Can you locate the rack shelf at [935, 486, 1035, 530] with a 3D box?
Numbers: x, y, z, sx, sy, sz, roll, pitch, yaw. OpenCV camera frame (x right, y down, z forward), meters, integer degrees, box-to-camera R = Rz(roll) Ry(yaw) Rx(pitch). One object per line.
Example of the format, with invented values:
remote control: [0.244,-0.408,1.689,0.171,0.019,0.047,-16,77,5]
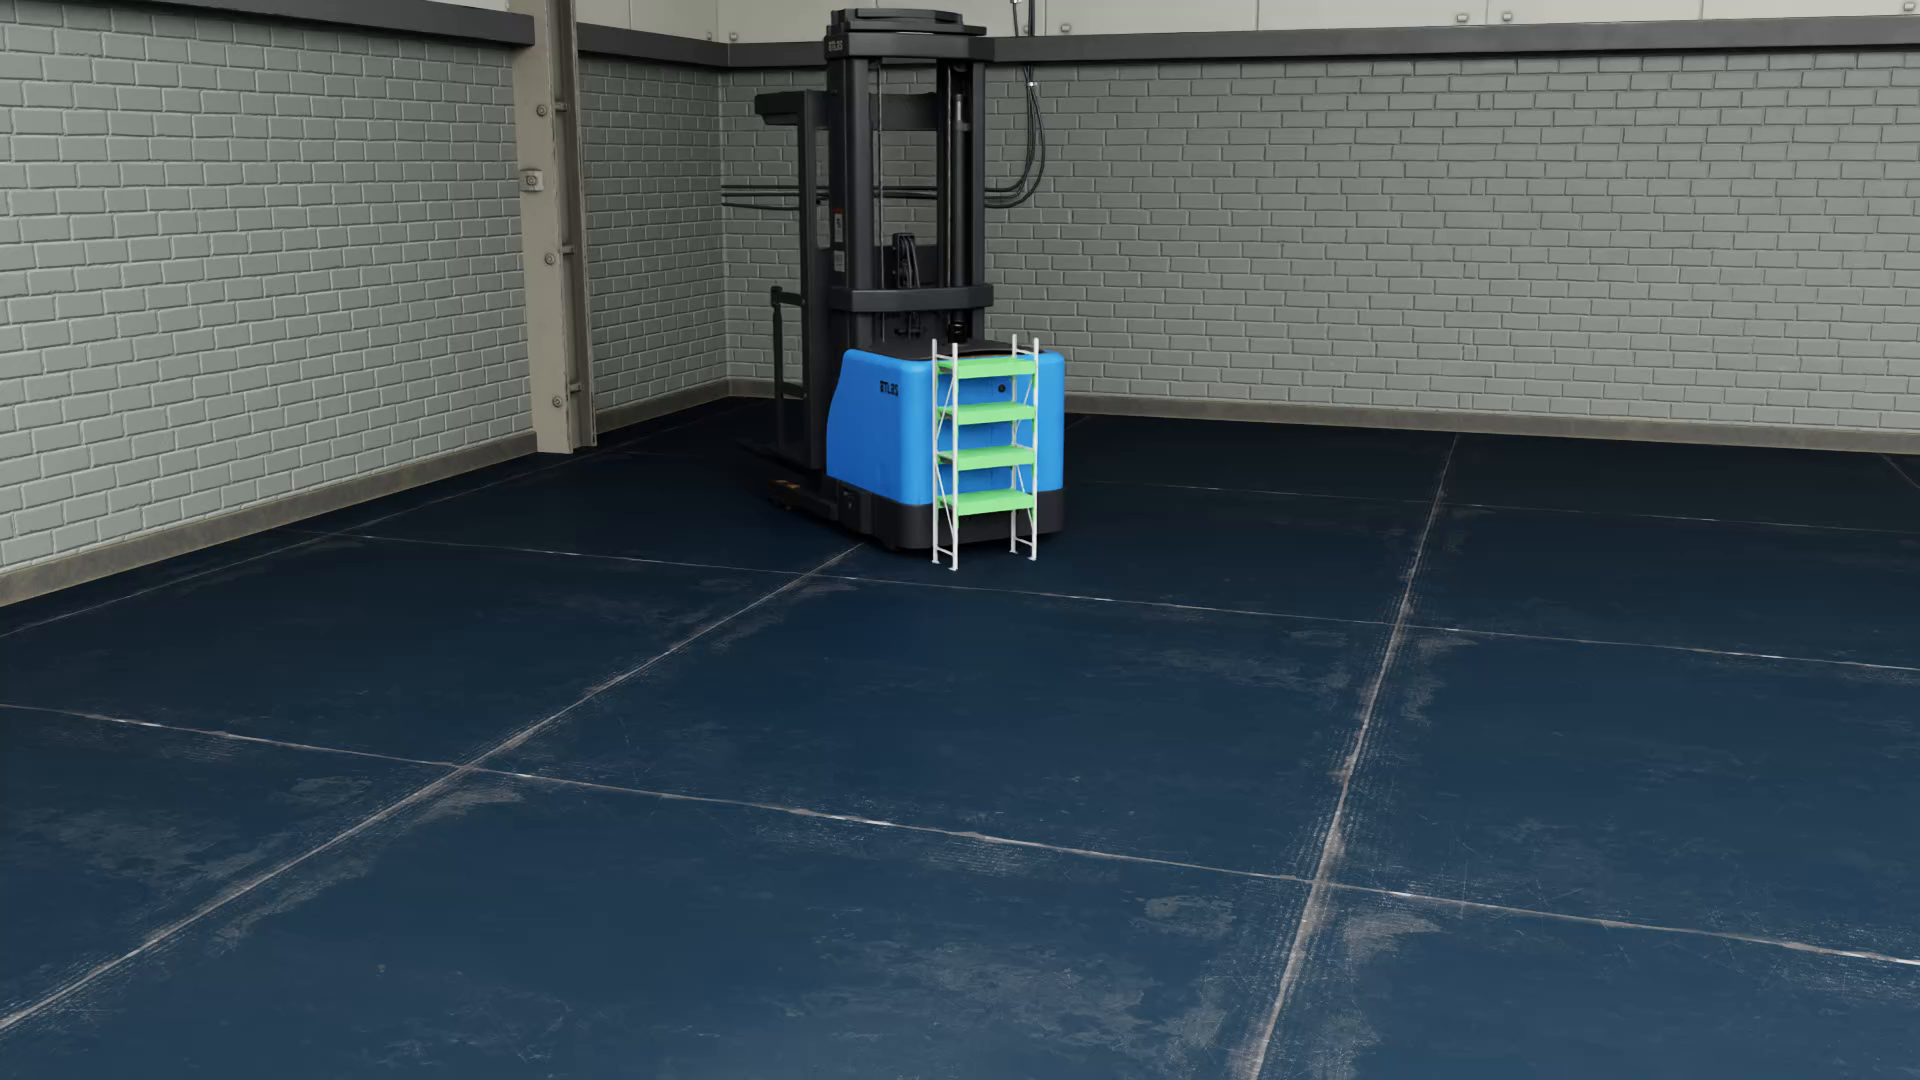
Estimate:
rack shelf: [0.133,-0.174,8.919,0.480,0.148,0.258,-7,15,-28]

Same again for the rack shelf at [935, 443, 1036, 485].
rack shelf: [0.133,-0.408,8.865,0.480,0.148,0.258,-7,15,-28]

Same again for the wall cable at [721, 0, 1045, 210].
wall cable: [-0.762,-4.089,14.160,3.097,2.526,0.112,4,14,18]

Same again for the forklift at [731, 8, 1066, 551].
forklift: [-0.559,-1.652,10.139,1.130,2.935,3.031,-7,15,-28]

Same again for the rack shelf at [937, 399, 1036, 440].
rack shelf: [0.133,-0.642,8.812,0.480,0.148,0.258,-7,15,-28]

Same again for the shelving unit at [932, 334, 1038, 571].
shelving unit: [0.133,-0.470,8.851,0.503,1.200,0.258,-7,15,-28]

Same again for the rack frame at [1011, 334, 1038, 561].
rack frame: [0.346,-0.497,8.967,0.015,1.200,0.240,-7,15,-28]

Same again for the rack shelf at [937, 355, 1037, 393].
rack shelf: [0.133,-0.876,8.758,0.480,0.148,0.258,-7,15,-28]

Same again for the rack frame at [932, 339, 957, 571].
rack frame: [-0.080,-0.444,8.735,0.015,1.200,0.240,-7,15,-28]

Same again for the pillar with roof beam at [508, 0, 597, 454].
pillar with roof beam: [1.107,-4.768,10.156,9.100,9.000,0.400,4,14,18]
